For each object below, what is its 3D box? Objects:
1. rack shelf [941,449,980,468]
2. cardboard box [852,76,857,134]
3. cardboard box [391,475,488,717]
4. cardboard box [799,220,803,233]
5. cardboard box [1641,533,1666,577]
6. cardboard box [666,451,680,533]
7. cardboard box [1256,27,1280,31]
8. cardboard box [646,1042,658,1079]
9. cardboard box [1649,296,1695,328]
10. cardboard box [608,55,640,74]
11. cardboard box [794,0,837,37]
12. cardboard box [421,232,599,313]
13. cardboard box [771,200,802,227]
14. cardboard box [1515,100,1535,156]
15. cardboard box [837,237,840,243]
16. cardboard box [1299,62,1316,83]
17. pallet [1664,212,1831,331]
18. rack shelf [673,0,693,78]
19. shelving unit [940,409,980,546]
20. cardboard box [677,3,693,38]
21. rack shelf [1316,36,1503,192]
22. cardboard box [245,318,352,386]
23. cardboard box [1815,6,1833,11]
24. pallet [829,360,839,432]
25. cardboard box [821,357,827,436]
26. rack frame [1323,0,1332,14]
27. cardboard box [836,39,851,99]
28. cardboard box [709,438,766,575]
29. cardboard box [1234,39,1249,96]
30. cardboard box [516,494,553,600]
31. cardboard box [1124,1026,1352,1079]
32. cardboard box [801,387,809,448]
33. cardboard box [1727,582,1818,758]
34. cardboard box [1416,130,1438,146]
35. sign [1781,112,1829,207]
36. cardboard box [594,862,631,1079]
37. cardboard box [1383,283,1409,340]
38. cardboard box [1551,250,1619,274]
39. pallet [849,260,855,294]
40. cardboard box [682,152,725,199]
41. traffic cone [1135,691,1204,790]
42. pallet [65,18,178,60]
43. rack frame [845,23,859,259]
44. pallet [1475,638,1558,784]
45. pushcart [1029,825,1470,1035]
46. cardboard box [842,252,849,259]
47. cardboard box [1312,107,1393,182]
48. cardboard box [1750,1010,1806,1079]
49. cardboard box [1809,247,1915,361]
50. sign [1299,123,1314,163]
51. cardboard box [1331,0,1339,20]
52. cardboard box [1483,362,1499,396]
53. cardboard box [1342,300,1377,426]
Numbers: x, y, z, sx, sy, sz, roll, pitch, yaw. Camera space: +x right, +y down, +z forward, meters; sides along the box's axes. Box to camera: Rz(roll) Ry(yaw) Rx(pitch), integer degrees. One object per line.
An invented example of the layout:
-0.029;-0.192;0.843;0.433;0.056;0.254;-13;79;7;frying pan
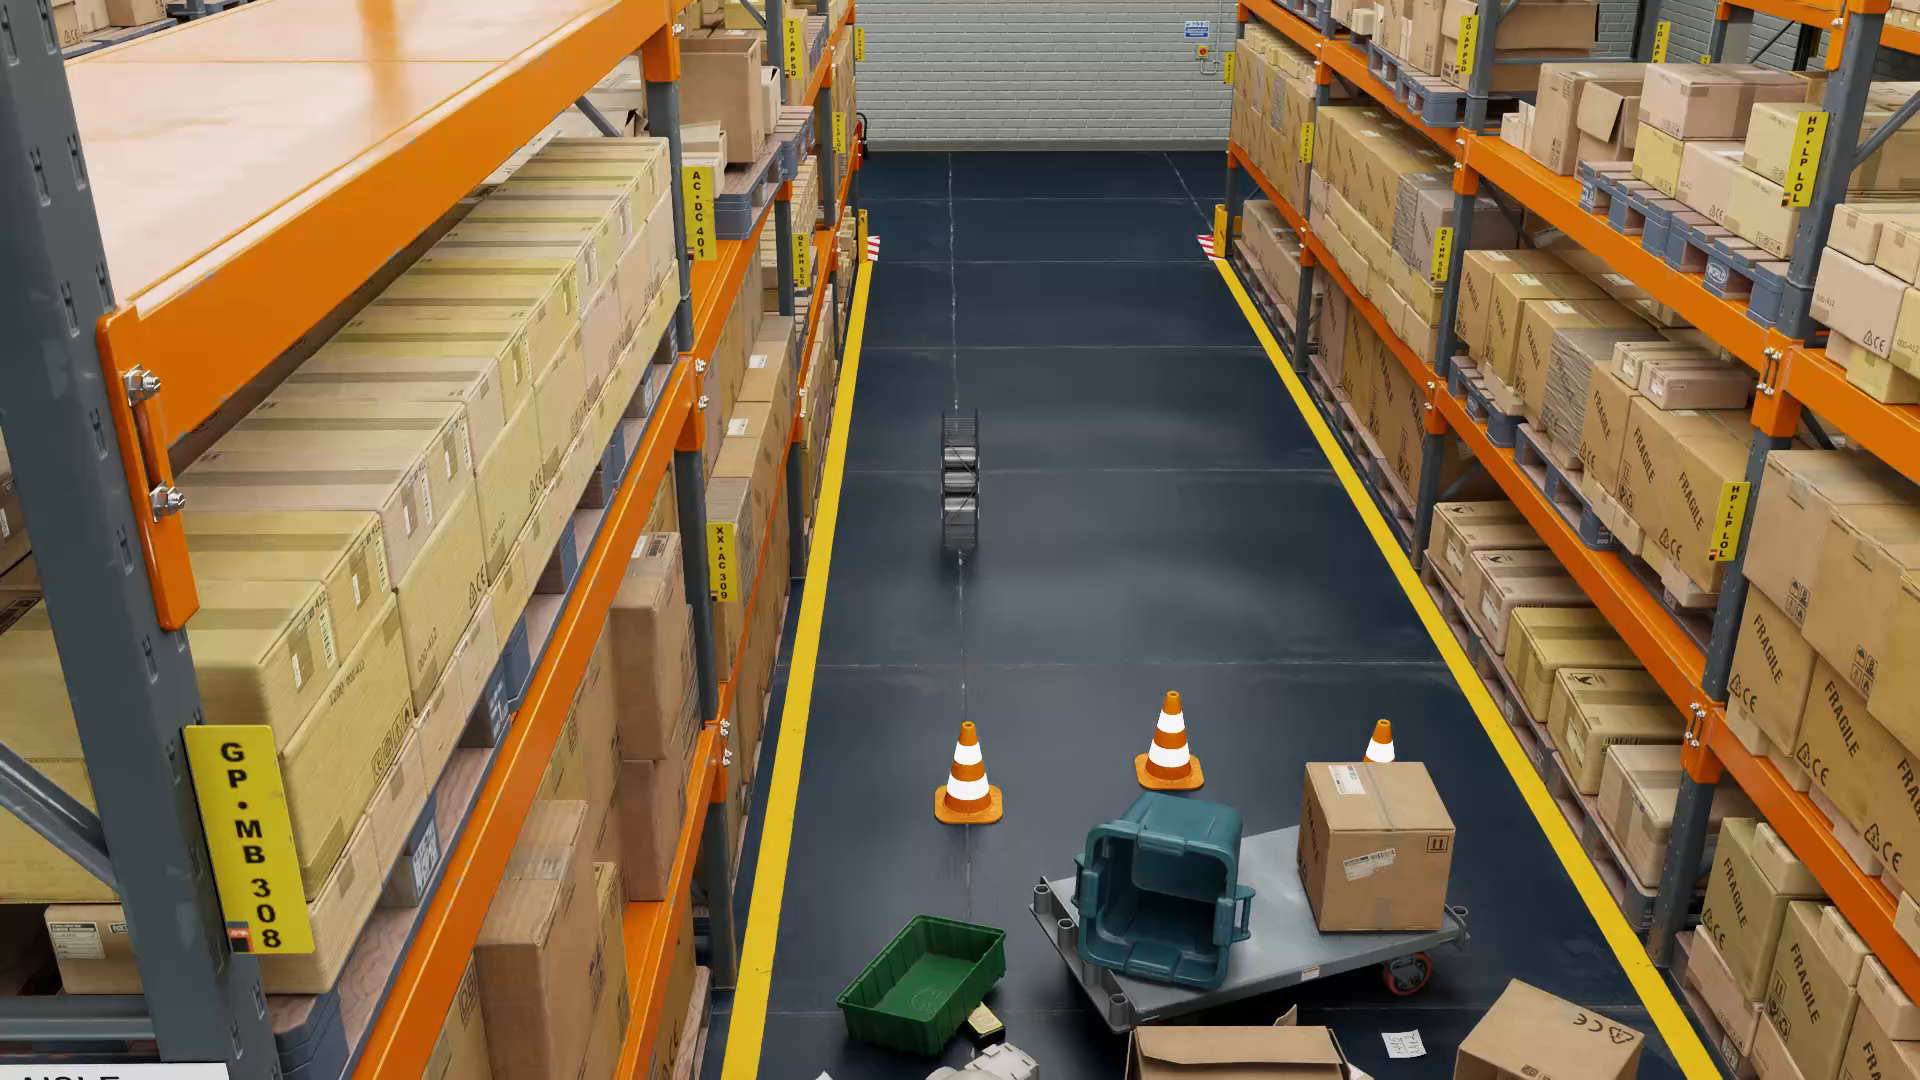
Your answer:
0.000;-0.547;11.012;0.258;0.077;0.200;0;24;-1;rack shelf
-1.322;-4.424;16.908;0.500;0.500;0.500;0;24;1;cardboard box
-1.165;0.086;2.969;0.500;0.250;0.500;-1;24;-1;cardboard box
-1.324;-2.184;11.874;0.380;0.149;0.250;1;24;1;cardboard box
3.229;0.058;7.277;0.380;0.149;0.250;-1;24;-2;cardboard box
-1.464;-0.187;6.690;0.700;0.500;0.500;-1;24;-1;cardboard box
3.166;-5.032;16.614;0.380;0.149;0.250;0;24;1;cardboard box
-1.503;1.926;5.420;0.875;0.875;0.875;0;24;0;cardboard box
3.752;-1.189;8.460;0.380;0.149;0.250;-1;24;-3;cardboard box
-1.709;-2.394;8.740;0.500;0.311;0.500;0;24;0;cardboard box
-1.281;-4.269;13.590;0.500;0.250;0.500;1;24;2;cardboard box
-1.117;-0.665;4.146;0.380;0.149;0.250;-1;24;-1;cardboard box
-1.323;-2.314;11.799;0.380;0.149;0.250;-1;24;-1;cardboard box
3.288;-2.264;9.138;0.396;0.266;0.258;0;24;-1;cardboard box
-1.360;-2.836;16.110;0.380;0.149;0.250;-1;24;-2;cardboard box
3.179;-4.080;14.510;0.380;0.149;0.250;0;24;-1;cardboard box
3.595;-1.082;6.589;1.213;0.211;1.003;0;24;-1;pallet
-1.475;-2.529;7.281;1.077;0.370;4.000;0;24;-1;rack shelf
0.000;-0.413;11.072;0.258;0.900;0.210;0;24;-1;shelving unit
-1.761;-3.057;9.678;0.396;0.266;0.258;0;24;-1;cardboard box
3.430;-3.057;11.602;1.077;0.370;4.000;0;24;-1;rack shelf
-1.708;-0.325;3.880;0.500;0.250;0.500;0;24;0;cardboard box
8.026;-4.899;15.108;0.380;0.149;0.250;0;24;1;cardboard box
-1.530;-1.187;13.618;1.003;0.211;1.213;0;24;-1;pallet
-1.274;-1.104;12.575;0.500;0.500;0.500;-1;24;-2;cardboard box
3.408;-5.576;12.658;1.000;3.000;0.127;0;24;-1;rack frame
-1.310;-4.453;15.760;0.500;0.500;0.500;1;24;2;cardboard box
-1.199;-0.159;7.841;0.500;0.500;0.500;0;24;-1;cardboard box
3.085;-4.792;16.872;0.500;0.500;0.500;-1;24;-2;cardboard box
-1.106;0.015;3.612;0.380;0.149;0.250;0;24;-1;cardboard box
0.970;2.080;5.875;0.797;0.637;0.503;0;24;-1;cardboard box
-1.262;-0.809;11.013;0.500;0.250;0.500;-1;24;-3;cardboard box
3.222;0.456;6.120;0.500;0.500;0.500;0;24;-1;cardboard box
3.663;-2.738;12.329;0.500;0.500;0.500;0;24;1;cardboard box
2.941;-1.323;5.791;0.100;0.325;0.005;0;24;-1;sign
-1.414;1.269;4.621;0.875;0.550;0.500;0;24;-1;cardboard box
3.165;-1.543;11.204;0.500;0.250;0.500;0;24;0;cardboard box
3.735;-1.380;9.670;0.500;0.500;0.500;-1;24;-2;cardboard box
-1.610;-2.790;17.162;1.003;0.211;1.213;0;24;-1;pallet
-1.208;-1.550;7.070;0.380;0.149;0.250;0;24;-1;cardboard box
1.079;0.991;8.498;0.336;0.463;0.334;0;24;-1;traffic cone
-6.442;-3.700;12.382;0.805;0.209;1.217;-1;24;-3;pallet
-1.584;-4.427;17.397;1.000;3.000;0.127;0;24;-1;rack frame
3.469;0.900;9.004;1.003;0.211;1.213;0;24;-1;pallet
1.216;1.680;7.078;1.648;0.377;0.936;-9;26;-19;pushcart
-1.283;-2.705;16.180;0.380;0.149;0.250;1;24;2;cardboard box
3.126;-3.161;13.264;0.500;0.500;0.500;0;24;0;cardboard box
3.249;1.980;6.059;0.500;0.250;0.500;1;24;2;cardboard box
3.227;-0.797;5.553;0.500;0.250;0.500;-1;24;-2;cardboard box
2.853;-3.270;13.692;0.100;0.325;0.005;0;24;-1;sign
3.064;-4.131;12.758;0.396;0.266;0.258;0;24;-1;cardboard box
3.196;-0.906;9.409;0.380;0.149;0.250;-2;24;-4;cardboard box
3.513;-1.438;12.858;0.875;0.875;0.875;0;24;1;cardboard box
